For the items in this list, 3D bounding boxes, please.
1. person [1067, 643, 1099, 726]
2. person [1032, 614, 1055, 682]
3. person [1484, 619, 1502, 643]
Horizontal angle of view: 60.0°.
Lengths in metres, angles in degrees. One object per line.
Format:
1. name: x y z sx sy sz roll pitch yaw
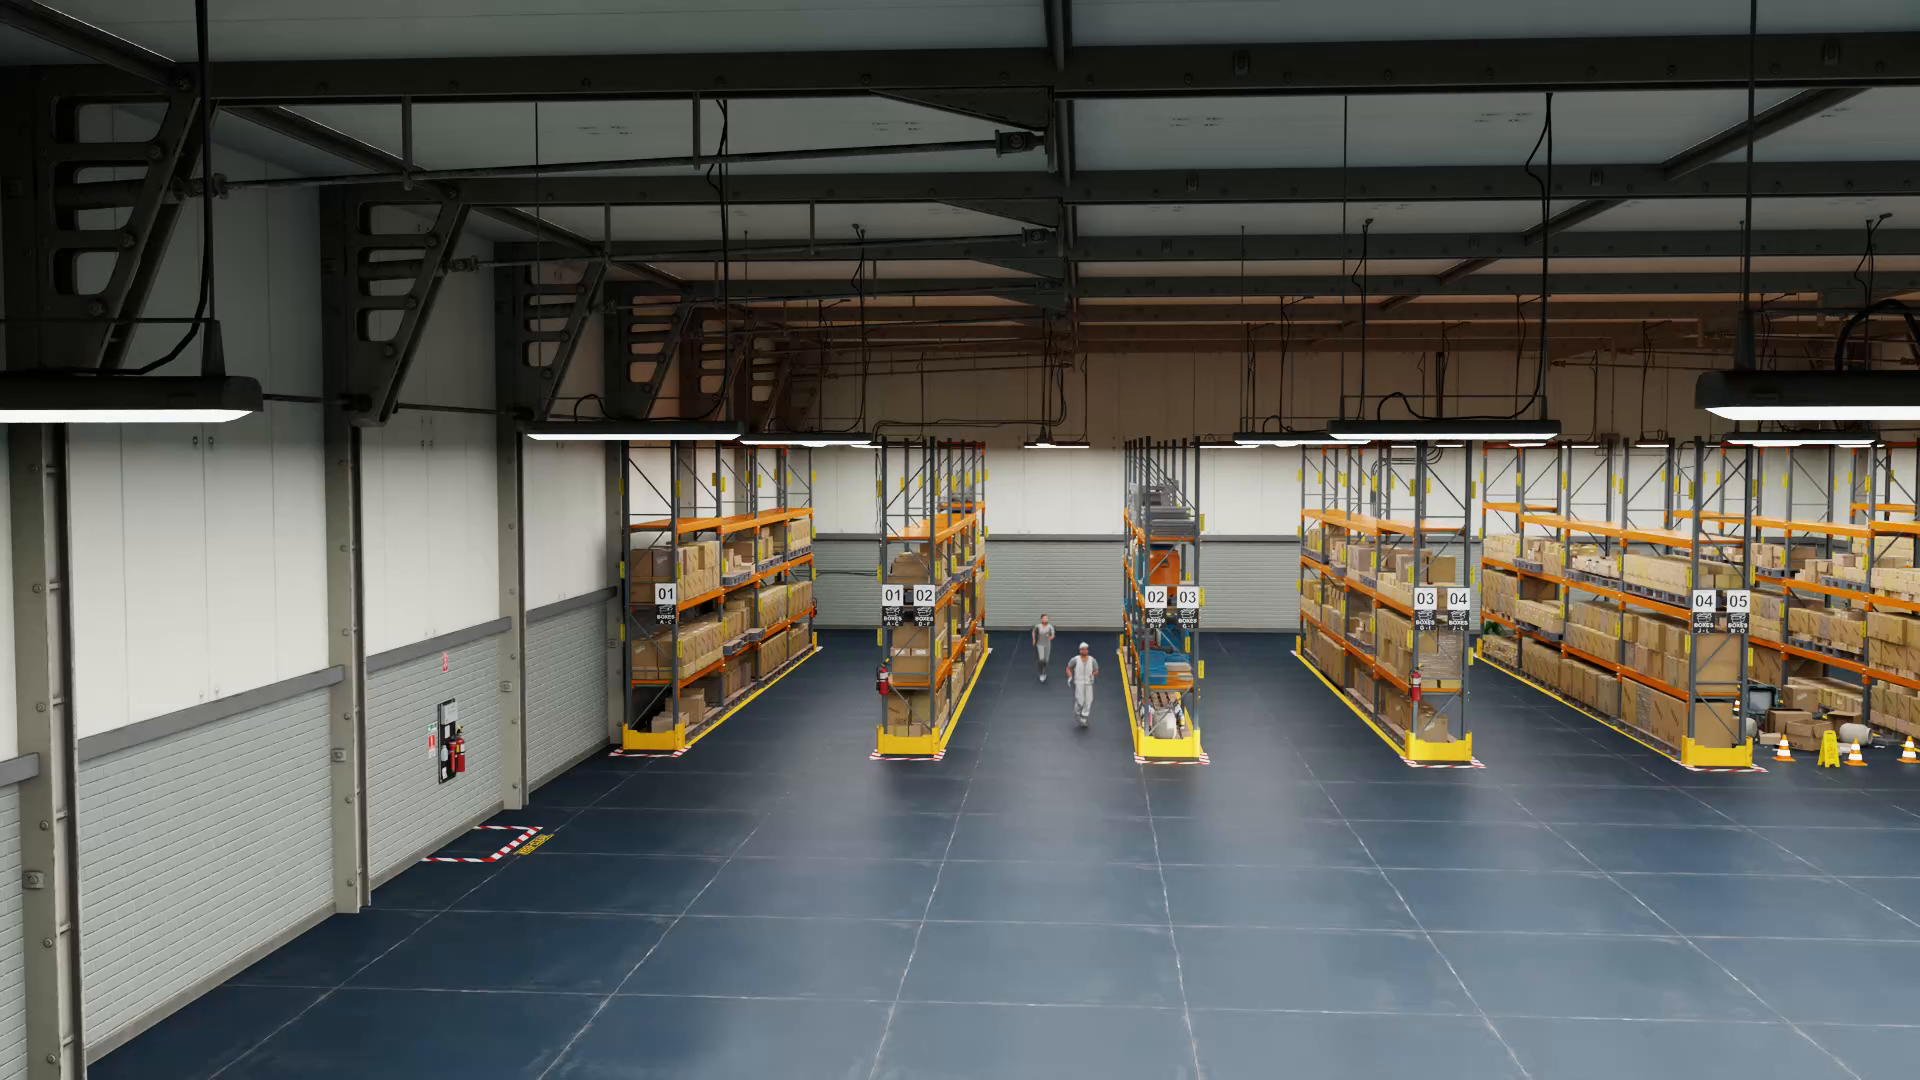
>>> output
1. person: 2.567 3.004 34.459 0.655 1.741 0.583 0 3 -7
2. person: 2.085 2.677 41.380 0.527 1.687 0.787 0 3 -6
3. person: 15.247 2.299 47.650 0.798 1.766 0.790 1 3 21
